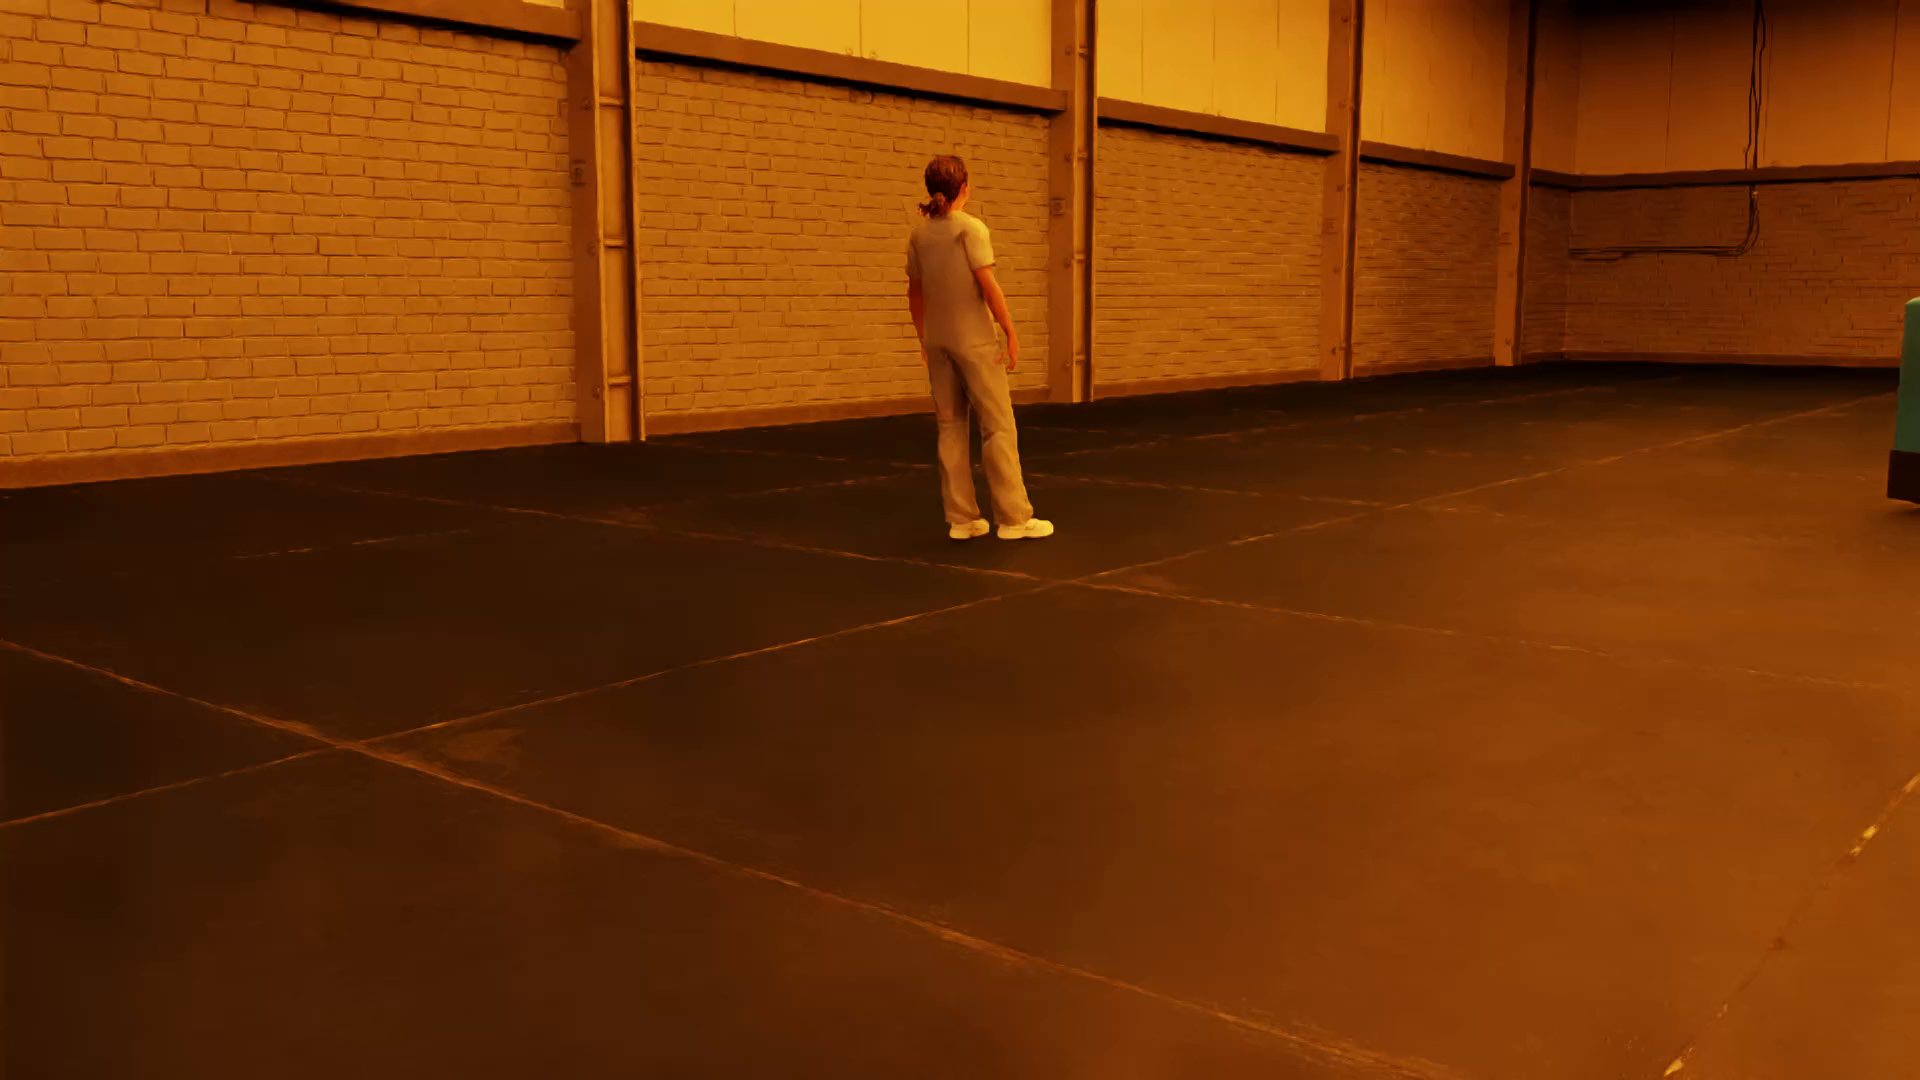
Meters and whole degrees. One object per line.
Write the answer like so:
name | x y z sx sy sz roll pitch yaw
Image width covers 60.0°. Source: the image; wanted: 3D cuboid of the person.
person | 0.062 -0.839 7.338 0.550 1.663 0.532 7 11 38

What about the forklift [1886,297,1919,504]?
forklift | 6.222 -1.555 7.907 3.031 2.935 1.130 -1 8 -7
